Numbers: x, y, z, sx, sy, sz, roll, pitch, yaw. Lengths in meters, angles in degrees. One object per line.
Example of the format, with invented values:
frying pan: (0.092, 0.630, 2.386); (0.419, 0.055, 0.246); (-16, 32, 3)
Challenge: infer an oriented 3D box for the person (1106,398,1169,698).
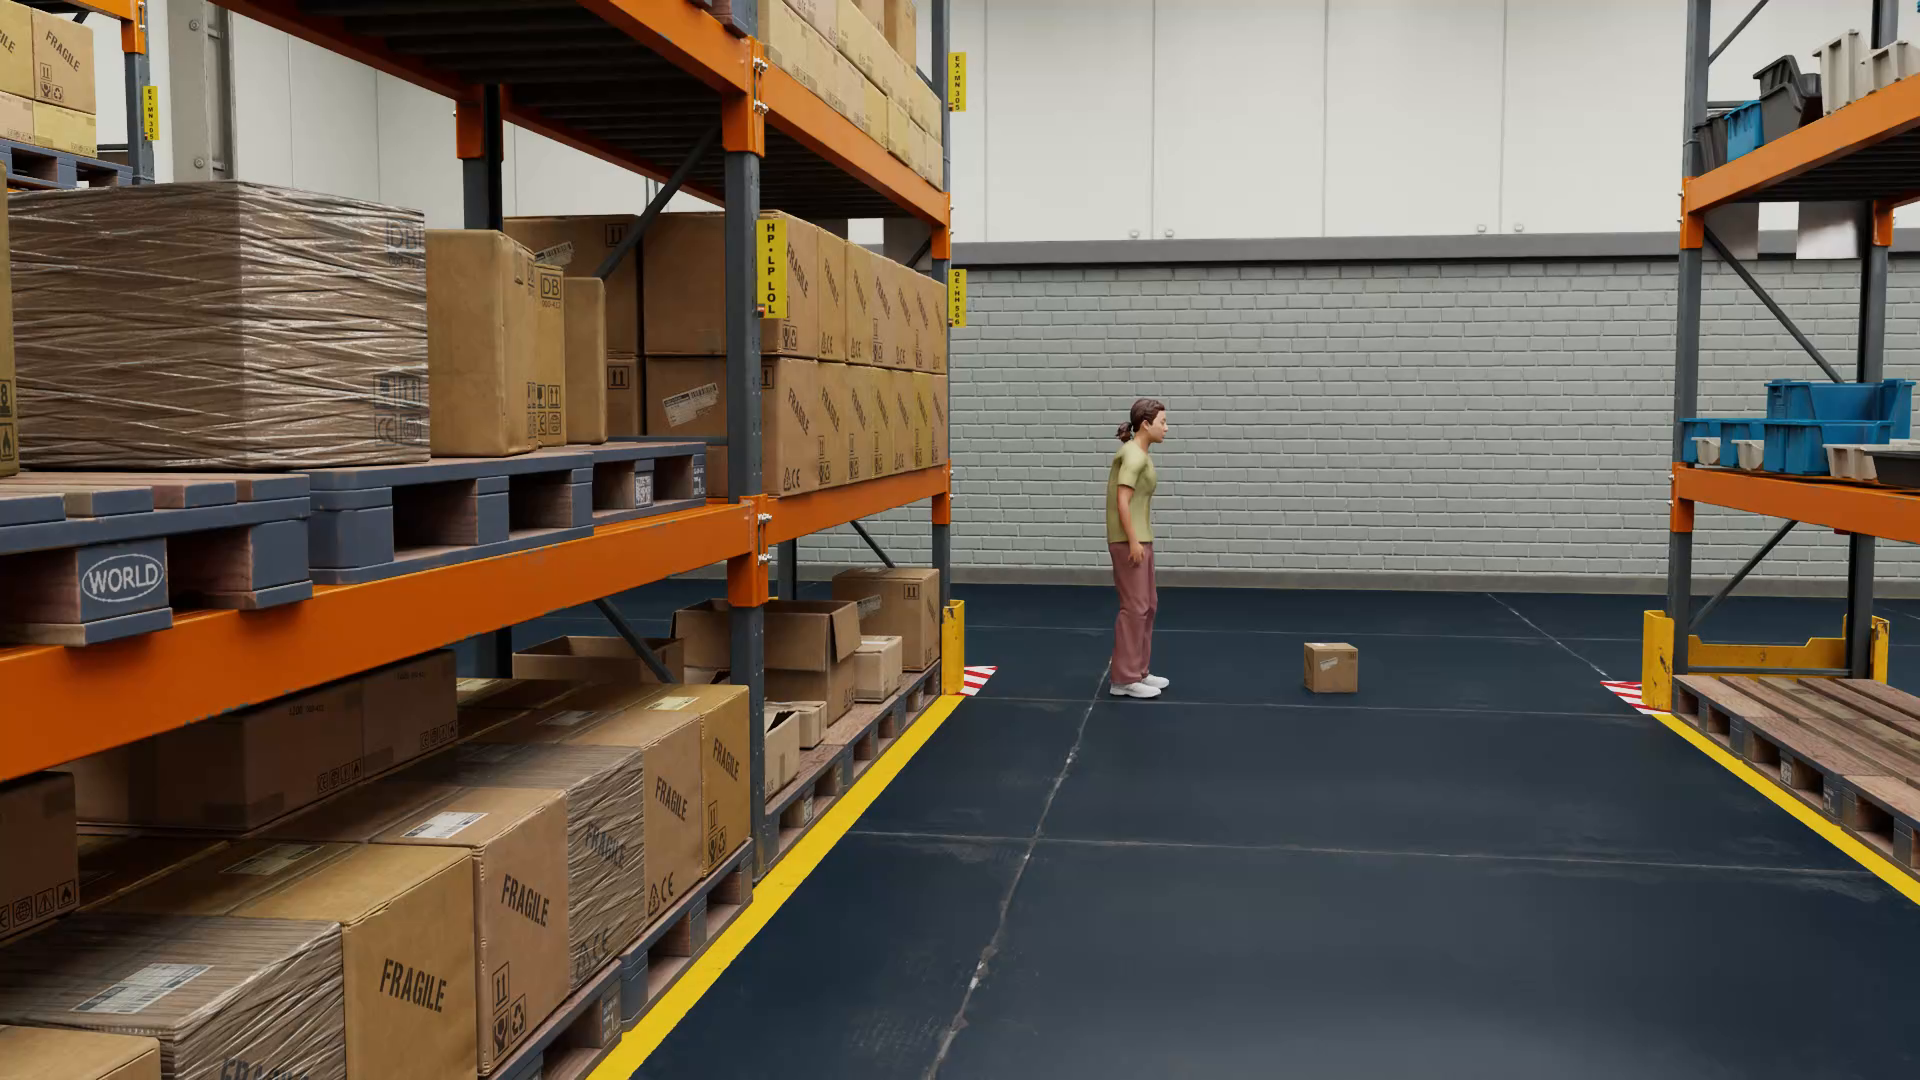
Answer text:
person: (1.010, 0.031, 9.465); (0.349, 1.673, 0.520); (1, 5, 14)
